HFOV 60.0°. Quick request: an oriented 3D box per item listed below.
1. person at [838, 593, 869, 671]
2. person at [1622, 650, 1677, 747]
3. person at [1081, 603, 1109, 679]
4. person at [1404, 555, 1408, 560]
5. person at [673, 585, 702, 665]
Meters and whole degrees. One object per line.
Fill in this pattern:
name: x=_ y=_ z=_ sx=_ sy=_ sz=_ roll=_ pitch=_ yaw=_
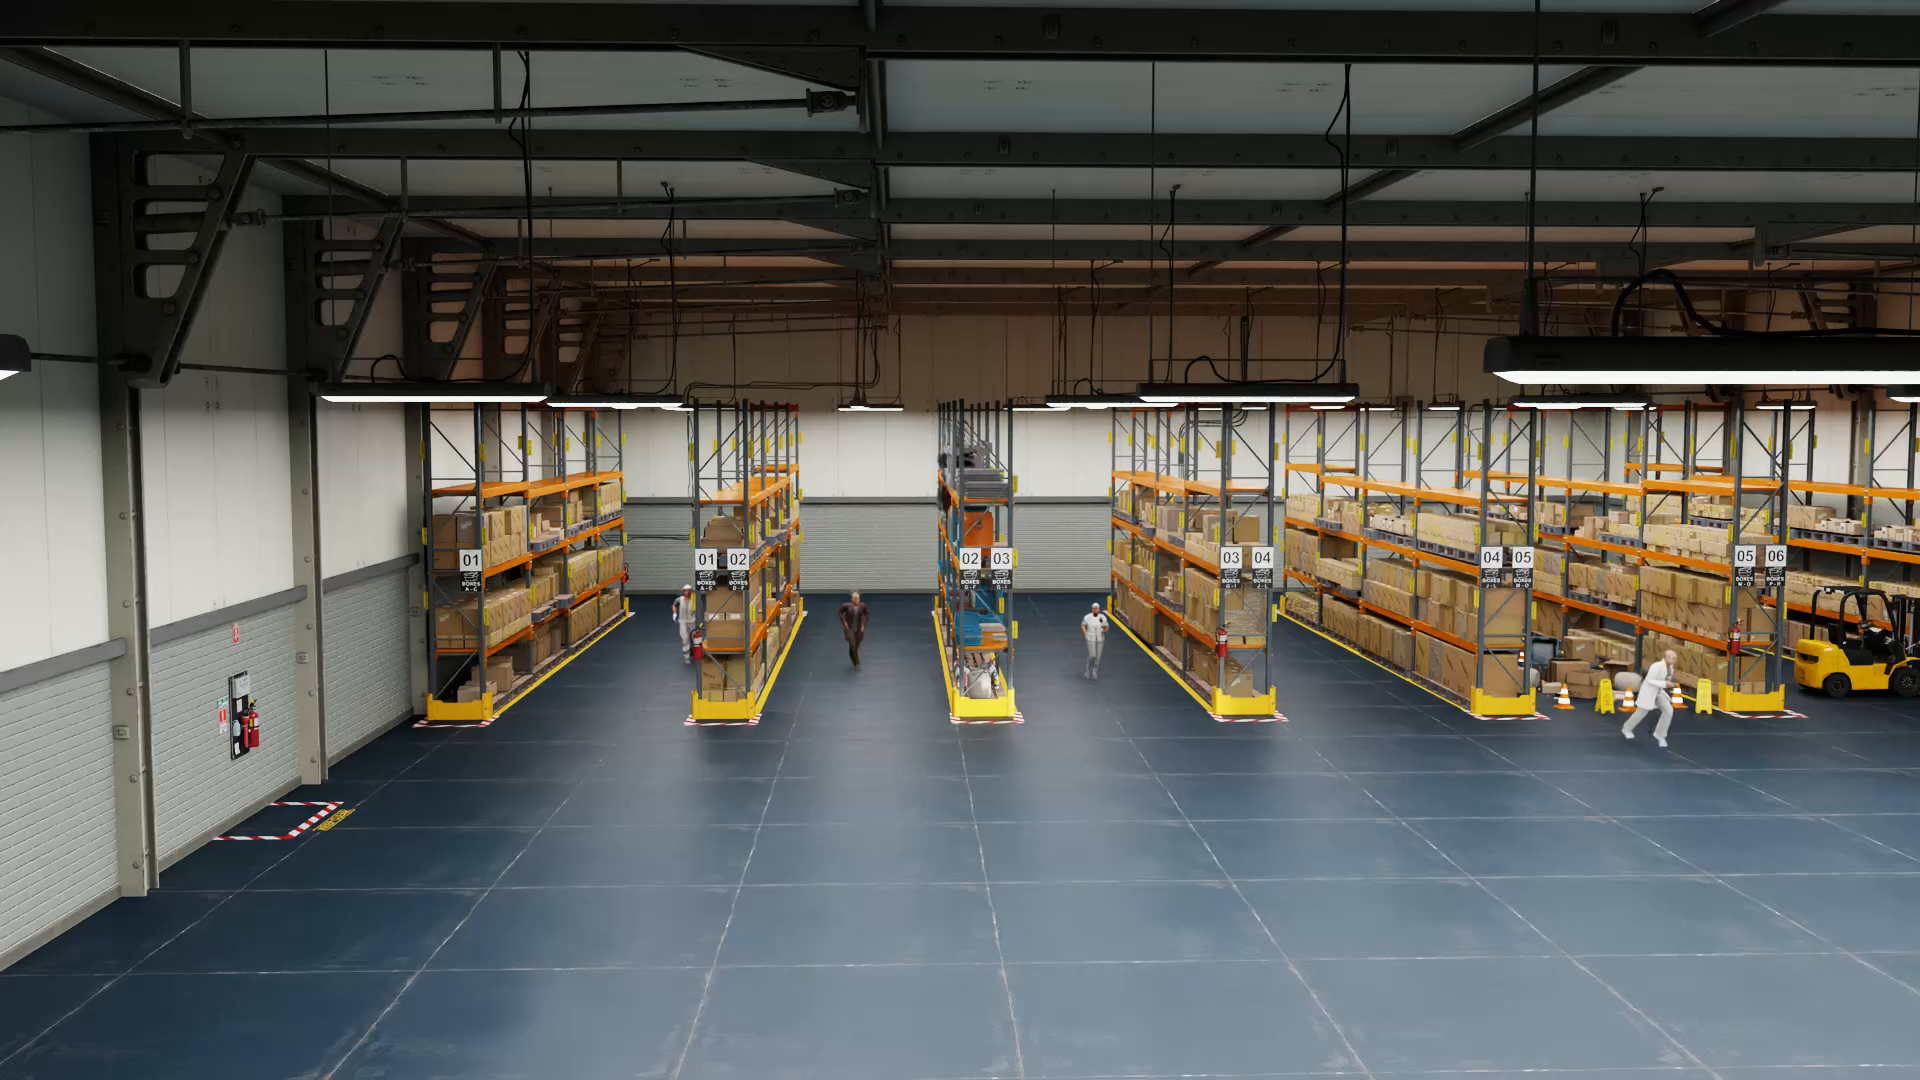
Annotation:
person: x=-2.409 y=2.028 z=37.419 sx=0.711 sy=1.740 sz=1.002 roll=-1 pitch=4 yaw=-12
person: x=11.982 y=2.728 z=28.834 sx=0.753 sy=1.734 sz=1.072 roll=-3 pitch=5 yaw=-33
person: x=2.929 y=2.185 z=35.846 sx=0.580 sy=1.658 sz=0.638 roll=0 pitch=4 yaw=-5
person: x=13.199 y=1.127 z=49.585 sx=0.711 sy=1.711 sz=0.544 roll=-2 pitch=5 yaw=-20
person: x=-6.275 y=1.919 z=38.281 sx=0.668 sy=1.788 sz=1.003 roll=-1 pitch=4 yaw=-9
